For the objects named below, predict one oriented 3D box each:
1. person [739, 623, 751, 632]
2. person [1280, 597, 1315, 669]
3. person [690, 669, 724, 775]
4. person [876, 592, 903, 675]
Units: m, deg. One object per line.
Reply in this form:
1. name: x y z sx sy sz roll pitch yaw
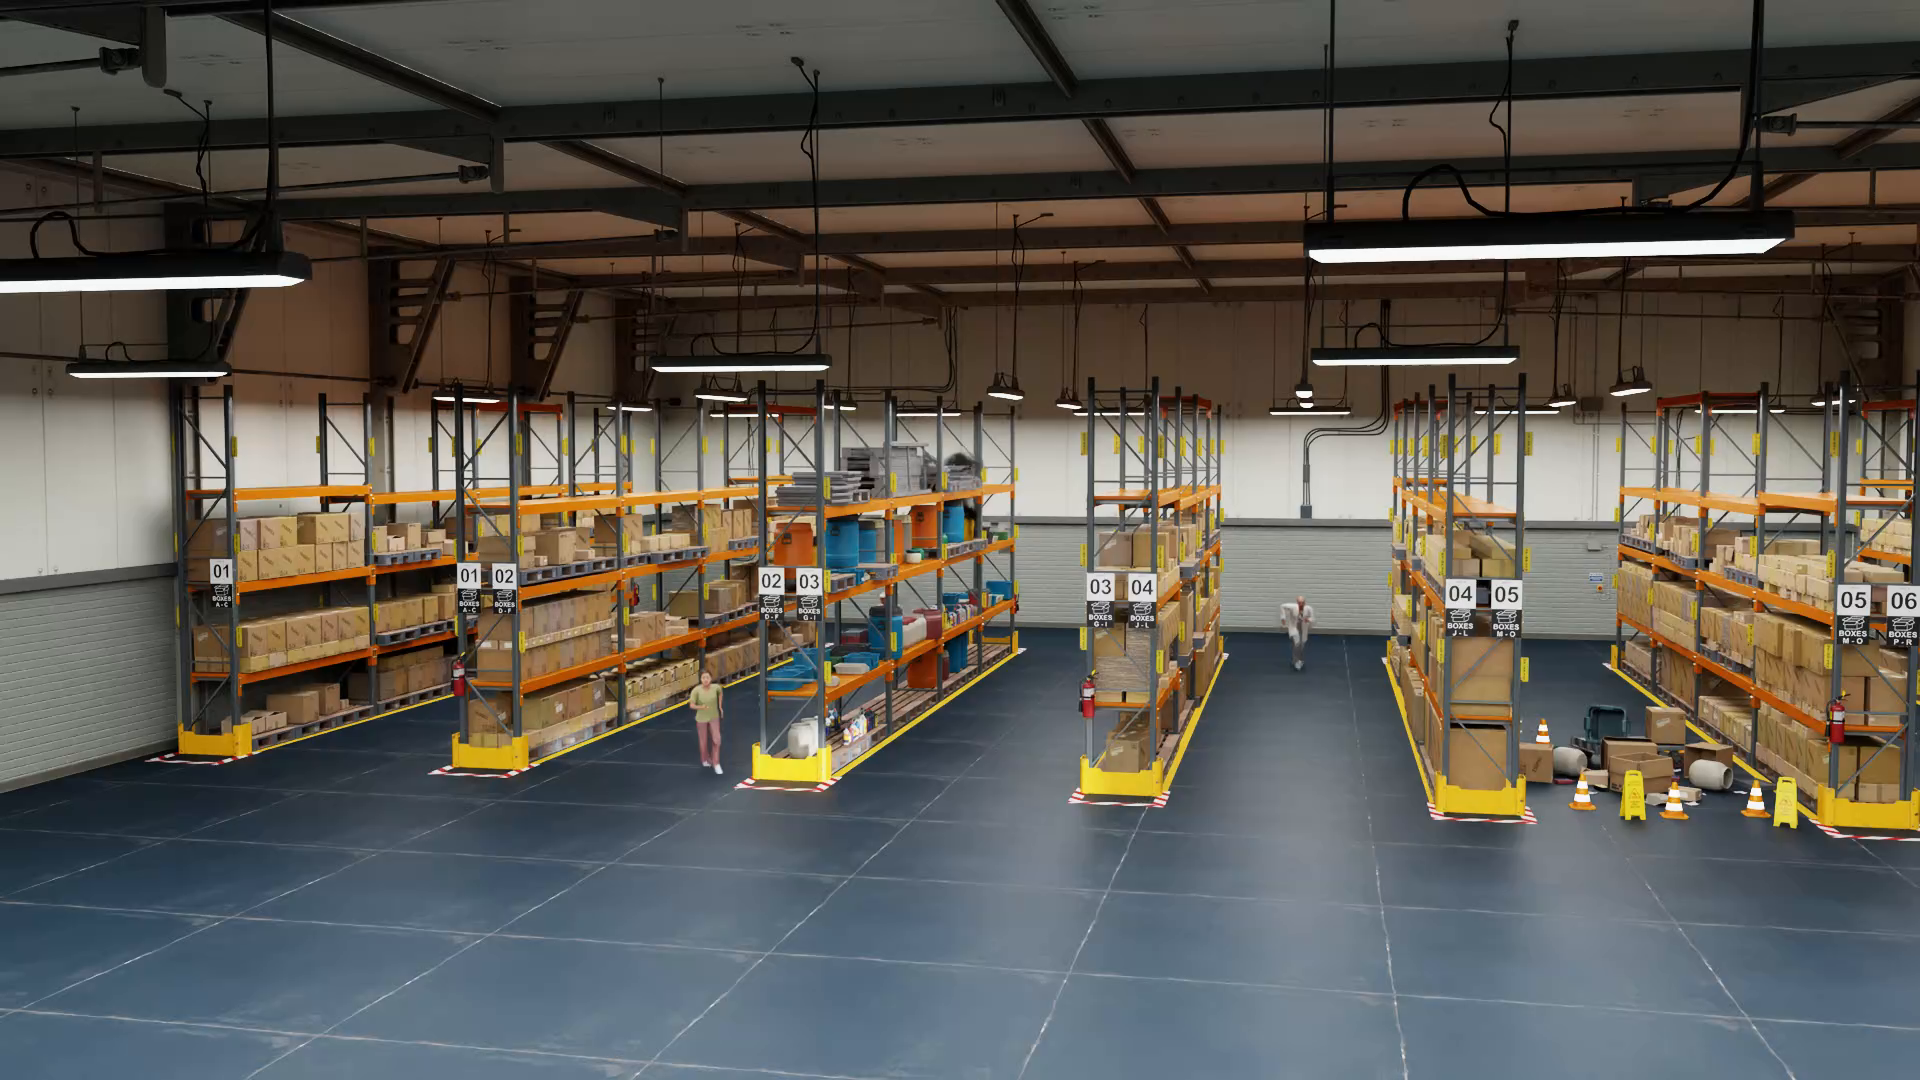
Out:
1. person: -5.258 1.736 42.435 0.838 1.678 0.605 0 3 0
2. person: 7.619 2.095 37.586 0.745 1.694 1.050 0 3 2
3. person: -3.876 2.763 25.456 0.517 1.614 0.905 -1 3 -10
4. person: -1.663 2.060 36.828 0.661 1.823 0.852 1 3 19
